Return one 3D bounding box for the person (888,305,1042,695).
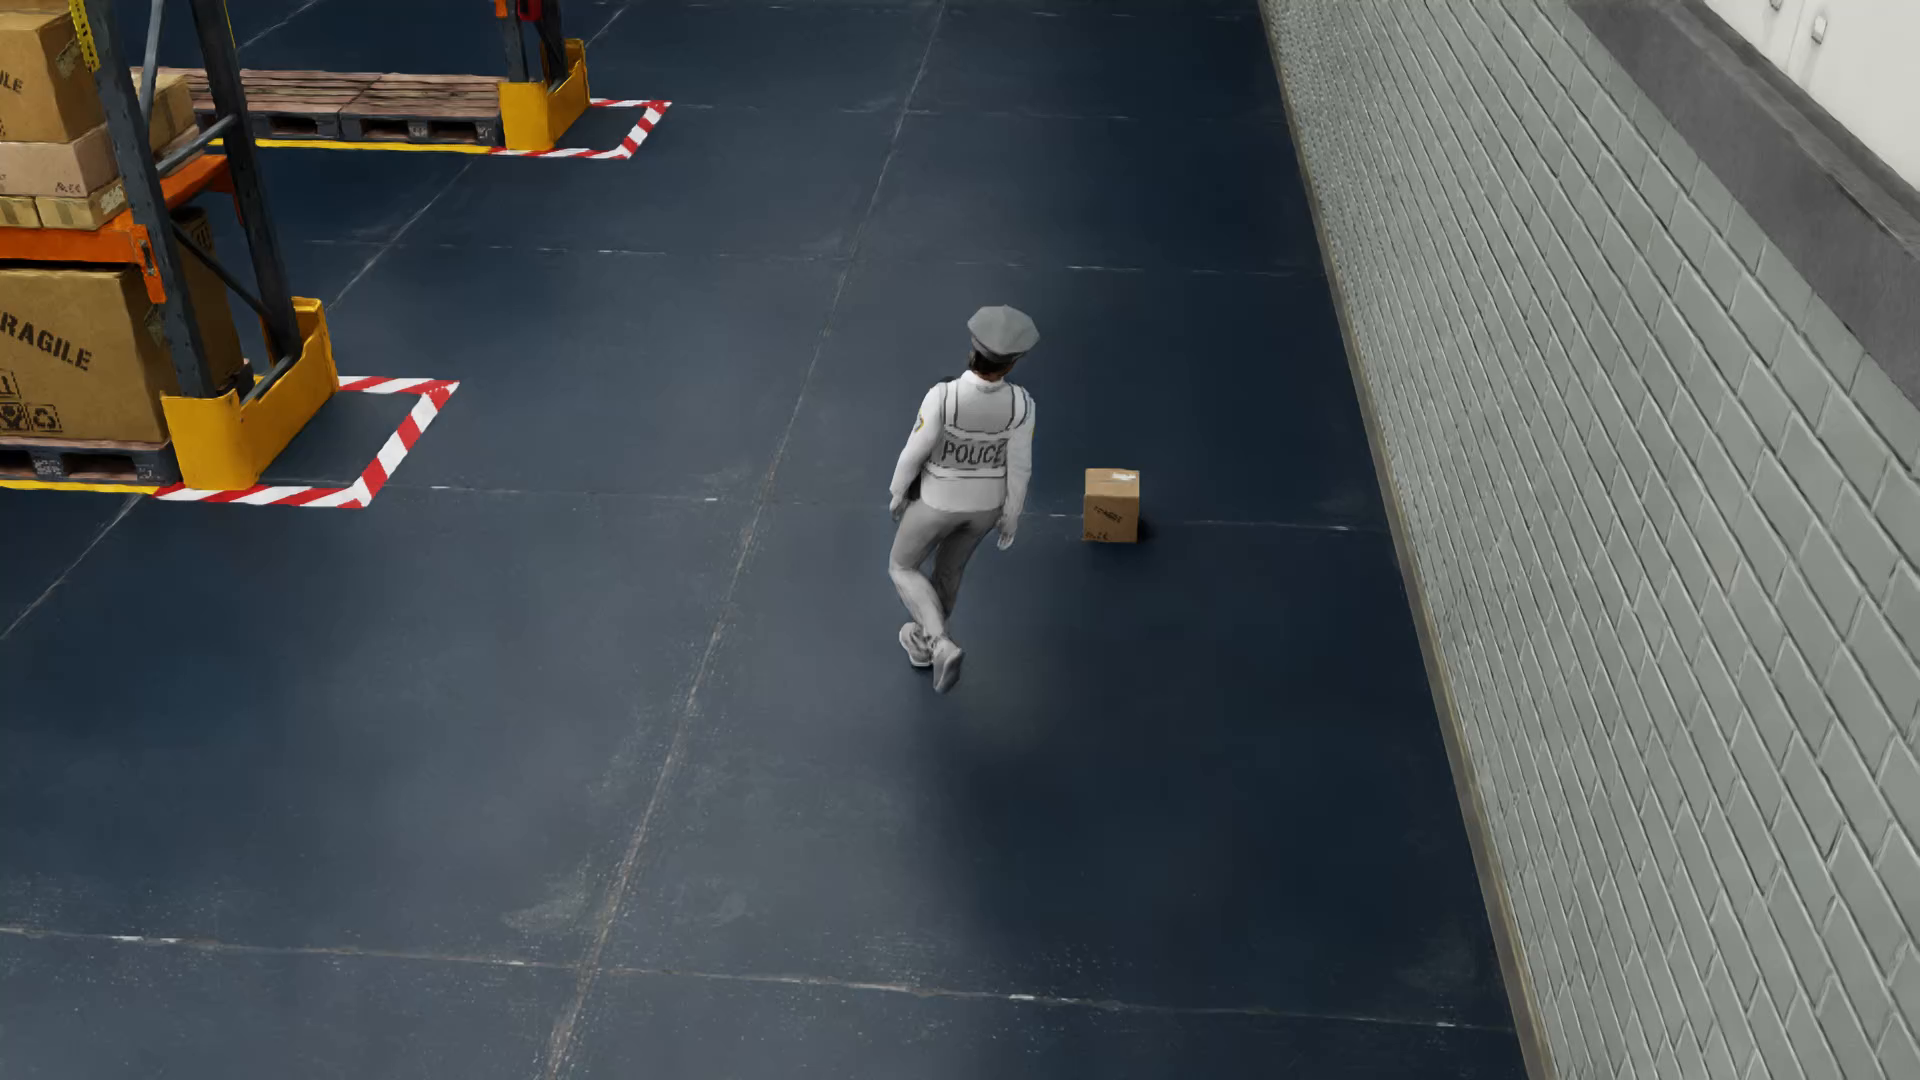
[{"bbox_3d":[-0.002,-0.141,6.387,0.535,1.625,0.701,-8,33,-13],"label":"person"}]
